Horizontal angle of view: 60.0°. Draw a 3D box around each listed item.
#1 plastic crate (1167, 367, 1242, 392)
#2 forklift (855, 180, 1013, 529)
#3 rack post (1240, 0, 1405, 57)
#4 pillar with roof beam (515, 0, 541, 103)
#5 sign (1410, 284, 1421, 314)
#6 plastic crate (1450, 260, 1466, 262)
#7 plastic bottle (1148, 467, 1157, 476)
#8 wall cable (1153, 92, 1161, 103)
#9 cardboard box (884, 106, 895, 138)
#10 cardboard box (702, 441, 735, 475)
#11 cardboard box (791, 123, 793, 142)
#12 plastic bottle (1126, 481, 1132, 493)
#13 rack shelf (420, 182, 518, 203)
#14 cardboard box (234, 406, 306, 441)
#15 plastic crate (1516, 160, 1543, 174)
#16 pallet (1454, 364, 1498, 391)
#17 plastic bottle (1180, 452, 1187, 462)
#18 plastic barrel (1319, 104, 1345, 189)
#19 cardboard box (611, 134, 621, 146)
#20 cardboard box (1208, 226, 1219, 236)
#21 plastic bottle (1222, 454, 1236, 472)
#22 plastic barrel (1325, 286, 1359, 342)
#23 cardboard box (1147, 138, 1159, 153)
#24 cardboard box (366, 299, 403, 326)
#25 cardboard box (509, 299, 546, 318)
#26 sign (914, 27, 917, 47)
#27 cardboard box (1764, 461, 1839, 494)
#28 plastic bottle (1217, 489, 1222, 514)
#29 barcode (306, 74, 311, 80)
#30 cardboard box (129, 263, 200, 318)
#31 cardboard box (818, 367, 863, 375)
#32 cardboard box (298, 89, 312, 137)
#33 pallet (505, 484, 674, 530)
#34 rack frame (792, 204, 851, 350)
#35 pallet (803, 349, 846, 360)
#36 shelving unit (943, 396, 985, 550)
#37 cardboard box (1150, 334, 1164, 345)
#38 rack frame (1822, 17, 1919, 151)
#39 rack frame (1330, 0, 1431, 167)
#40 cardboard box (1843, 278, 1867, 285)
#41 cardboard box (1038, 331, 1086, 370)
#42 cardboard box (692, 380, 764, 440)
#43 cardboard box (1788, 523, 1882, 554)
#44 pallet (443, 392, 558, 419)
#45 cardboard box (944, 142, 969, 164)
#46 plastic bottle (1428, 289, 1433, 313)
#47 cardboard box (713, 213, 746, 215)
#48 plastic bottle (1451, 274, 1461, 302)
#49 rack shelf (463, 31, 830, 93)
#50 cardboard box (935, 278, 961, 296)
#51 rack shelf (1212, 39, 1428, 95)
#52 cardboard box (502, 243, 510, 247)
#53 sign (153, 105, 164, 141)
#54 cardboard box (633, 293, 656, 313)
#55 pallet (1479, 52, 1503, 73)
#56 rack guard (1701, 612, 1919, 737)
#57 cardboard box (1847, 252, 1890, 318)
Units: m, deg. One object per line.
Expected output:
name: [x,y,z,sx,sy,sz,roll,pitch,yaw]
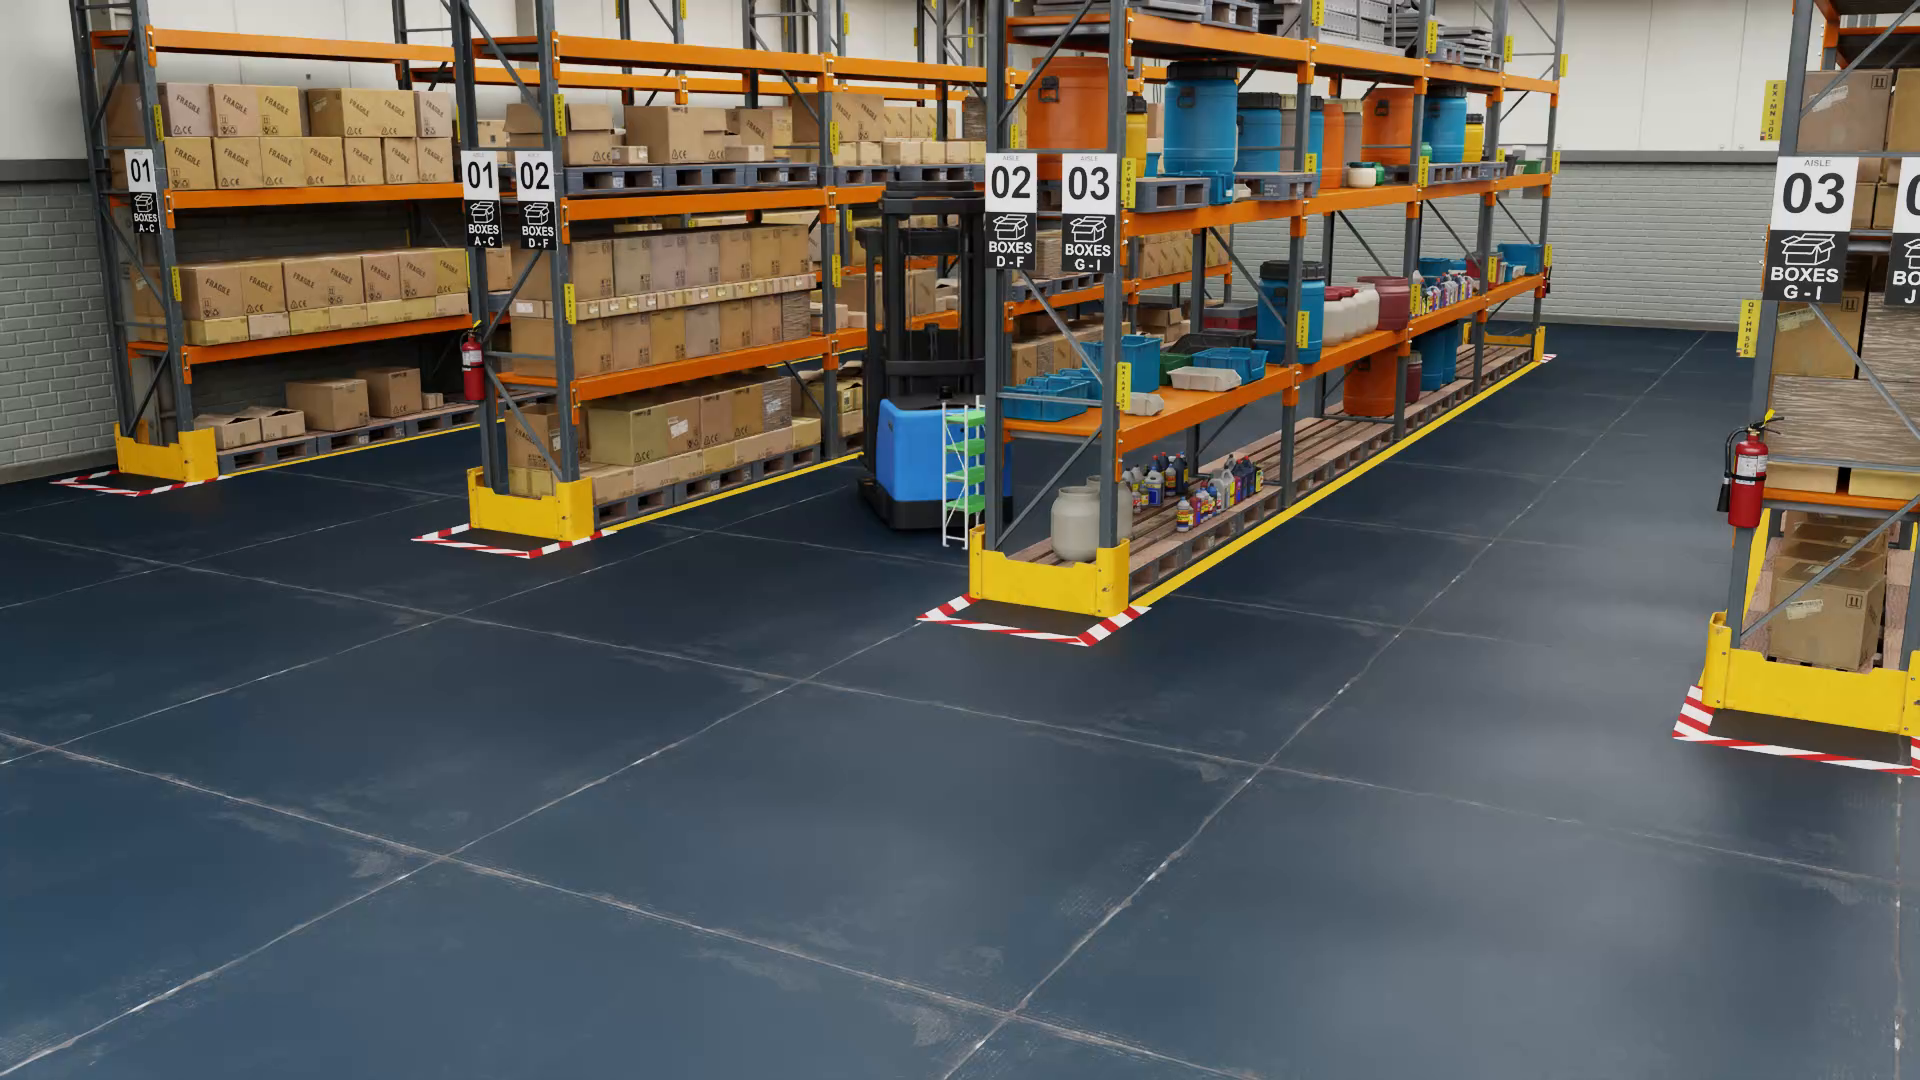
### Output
plastic crate: [2.016,-1.316,13.655,0.530,0.136,0.437,7,15,28]
forklift: [-0.350,-1.813,15.301,1.130,2.935,3.031,-3,14,-12]
rack post: [3.456,-5.233,16.115,1.013,1.000,3.121,7,15,28]
pillar with roof beam: [-1.777,-6.009,19.759,9.100,9.000,0.400,7,15,28]
sign: [4.998,-2.645,18.257,0.100,0.325,0.005,7,15,28]
plastic crate: [7.336,-3.932,24.174,0.416,0.233,0.300,7,15,28]
plastic bottle: [1.696,-0.502,14.598,0.097,0.271,0.097,0,14,0]
wall cable: [2.755,-7.917,34.299,3.097,2.526,0.112,7,15,28]
cardboard box: [-1.393,-6.793,27.021,0.500,0.500,0.500,7,15,27]
cardboard box: [-2.508,-0.807,15.953,0.500,0.250,0.500,7,15,28]
cardboard box: [-2.748,-6.122,25.477,0.700,0.500,0.500,6,15,25]
plastic bottle: [1.389,-0.342,13.909,0.061,0.283,0.133,7,15,28]
rack shelf: [-5.127,-4.447,21.216,1.077,0.370,4.000,7,15,28]
cardboard box: [-7.338,-1.263,17.672,0.500,0.311,0.500,9,16,33]
plastic crate: [8.153,-5.389,24.037,0.450,0.188,0.336,7,15,28]
pallet: [6.768,-2.247,22.904,1.003,0.211,1.213,7,15,28]
plastic bottle: [2.041,-0.678,15.328,0.097,0.271,0.097,0,14,0]
plastic barrel: [3.610,-4.016,16.974,0.600,0.830,0.708,7,15,28]
cardboard box: [-3.363,-3.471,14.756,0.500,0.250,0.500,7,15,28]
cardboard box: [3.828,-5.138,26.601,0.500,0.500,0.500,8,16,30]
plastic bottle: [2.394,-0.584,14.768,0.144,0.351,0.185,7,15,28]
plastic barrel: [3.797,-2.283,16.813,0.433,0.535,0.433,0,14,0]
cardboard box: [2.565,-5.709,24.168,0.500,0.250,0.500,7,15,28]
cardboard box: [-6.535,-2.528,18.395,0.500,0.250,0.500,7,15,28]
cardboard box: [-3.671,-2.011,14.379,0.380,0.149,0.250,7,15,27]
sign: [-0.775,-8.902,29.428,0.100,0.325,0.005,7,15,28]
cardboard box: [4.938,-0.384,9.762,0.380,0.149,0.250,7,15,28]
plastic bottle: [2.156,-0.329,14.030,0.097,0.201,0.097,0,14,0]
barcode: [-7.142,-5.074,18.226,0.001,0.075,0.075,7,15,28]
cardboard box: [-7.985,-2.530,16.805,0.500,0.500,0.500,7,15,27]
cardboard box: [-1.321,-1.833,19.012,0.500,0.311,0.500,7,15,28]
cardboard box: [-7.286,-4.543,17.687,0.500,0.500,0.500,7,15,28]
pallet: [-3.356,-0.354,15.049,1.003,0.211,1.213,7,15,28]
rack frame: [-2.226,-4.570,26.589,1.000,3.000,0.127,7,15,28]
pallet: [-2.533,-3.047,26.224,1.003,0.211,1.213,7,15,28]
shelving unit: [0.100,-0.564,13.811,0.258,1.200,0.503,9,16,34]
cardboard box: [2.914,-3.086,25.541,0.380,0.166,0.250,7,15,28]
rack frame: [6.915,-4.161,12.094,1.000,3.000,0.127,7,15,28]
rack frame: [4.513,-5.543,17.826,1.000,3.000,0.127,7,15,28]
cardboard box: [5.267,-1.348,10.242,0.500,0.500,0.500,7,15,28]
cardboard box: [1.392,-2.566,22.674,0.500,0.500,0.500,7,15,26]
cardboard box: [-2.278,-1.276,16.296,0.500,0.500,0.500,7,15,28]
cardboard box: [5.876,0.208,11.209,0.500,0.500,0.500,9,16,33]
pallet: [-5.718,-1.733,20.771,1.003,0.211,1.213,7,15,28]
cardboard box: [-0.229,-4.569,19.610,0.500,0.250,0.500,8,16,30]
plastic bottle: [5.532,-2.827,19.633,0.097,0.271,0.097,0,14,0]
cardboard box: [-3.417,-4.754,24.864,0.500,0.250,0.500,7,15,27]
plastic bottle: [6.199,-3.160,20.845,0.144,0.351,0.185,7,15,28]
rack shelf: [-2.722,-4.330,15.182,1.077,0.370,4.000,7,15,28]
cardboard box: [-0.036,-3.076,20.581,0.500,0.311,0.500,9,16,32]
rack shelf: [3.546,-4.589,16.255,1.077,0.370,4.000,7,15,28]
cardboard box: [-5.541,-3.405,20.607,0.700,0.500,0.500,9,16,34]
sign: [-7.552,-3.930,15.668,0.100,0.325,0.005,7,15,28]
cardboard box: [-2.940,-2.124,14.848,0.380,0.149,0.250,7,15,27]
pallet: [6.073,-5.904,20.580,1.003,0.211,1.213,7,15,28]
rack guard: [5.018,0.775,9.751,1.175,0.500,0.348,7,15,28]
cardboard box: [7.422,-1.888,13.288,1.000,1.000,1.000,7,15,28]
